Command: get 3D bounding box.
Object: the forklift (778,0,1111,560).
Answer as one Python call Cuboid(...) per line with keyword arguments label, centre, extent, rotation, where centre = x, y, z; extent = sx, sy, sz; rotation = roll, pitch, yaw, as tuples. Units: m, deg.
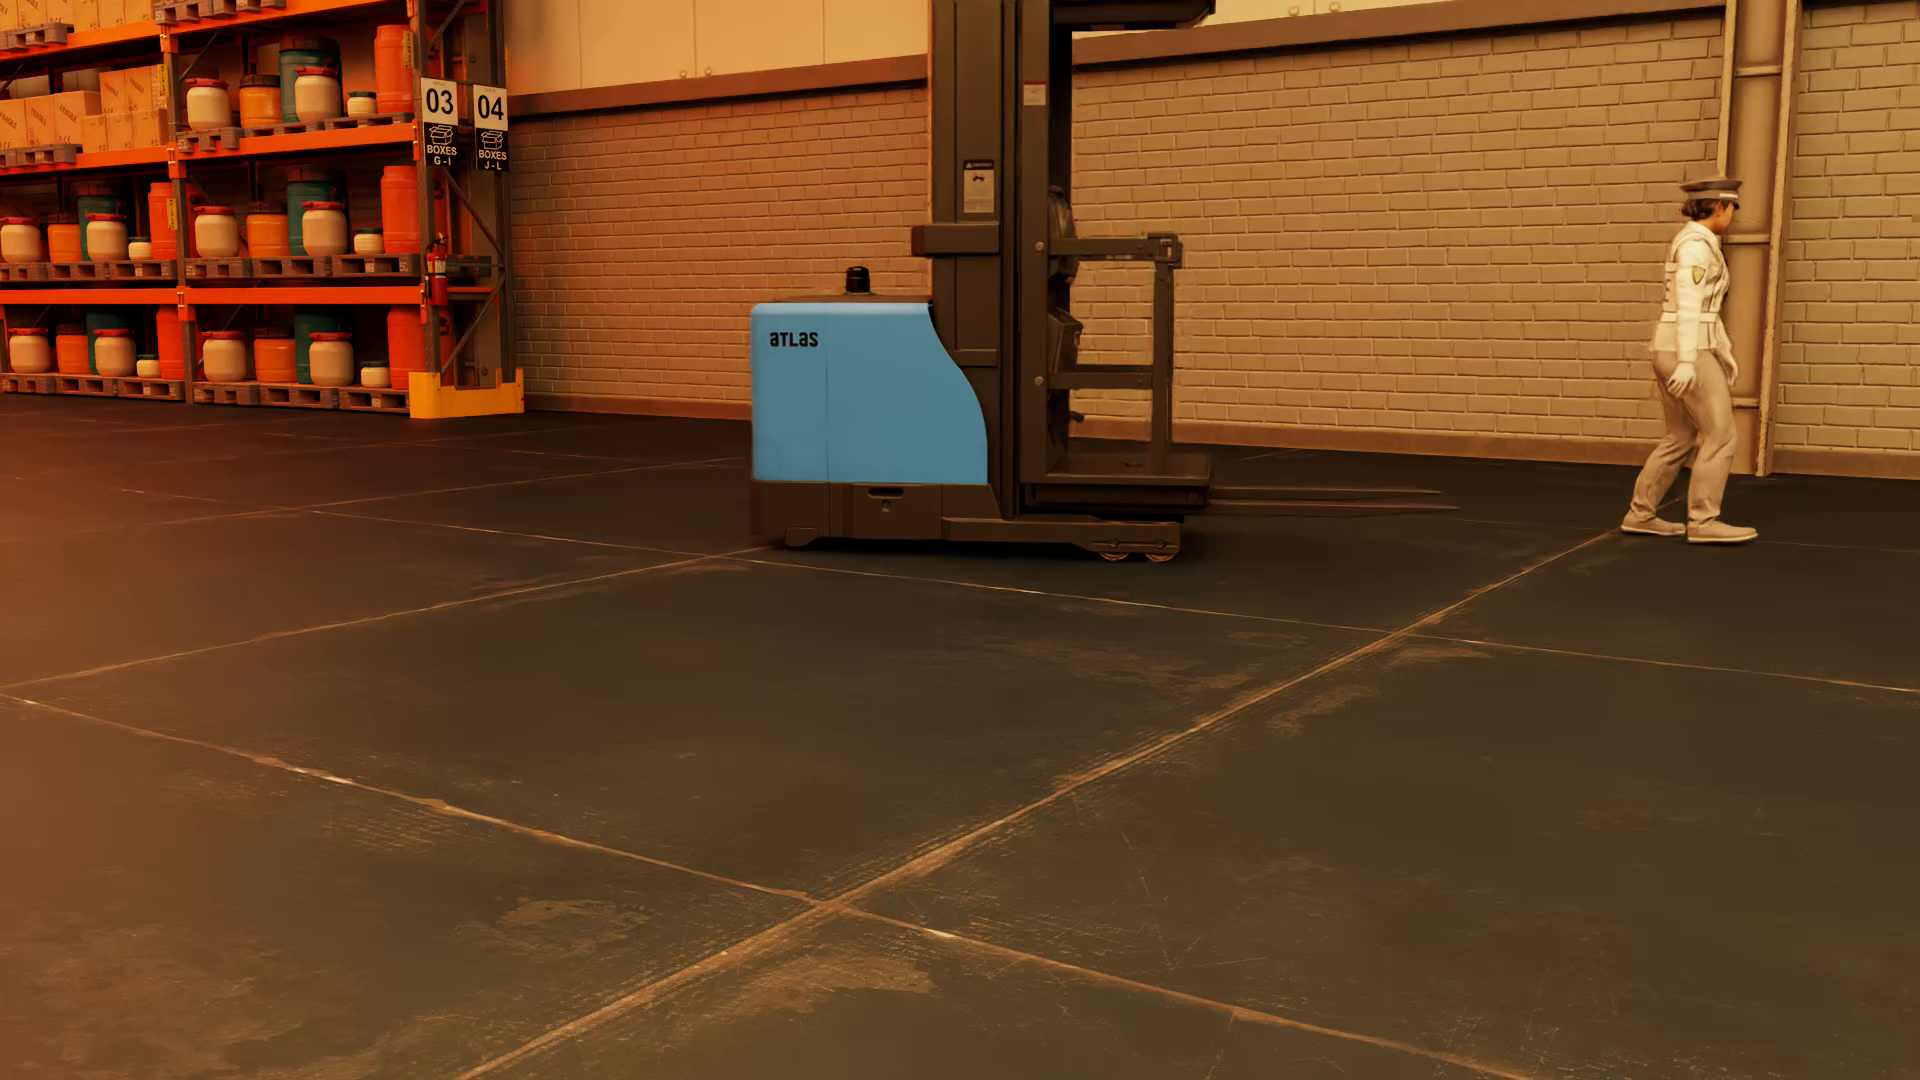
Cuboid(label="forklift", centre=(0.107, -1.539, 8.012), extent=(1.130, 2.935, 3.031), rotation=(2, 8, 14))
